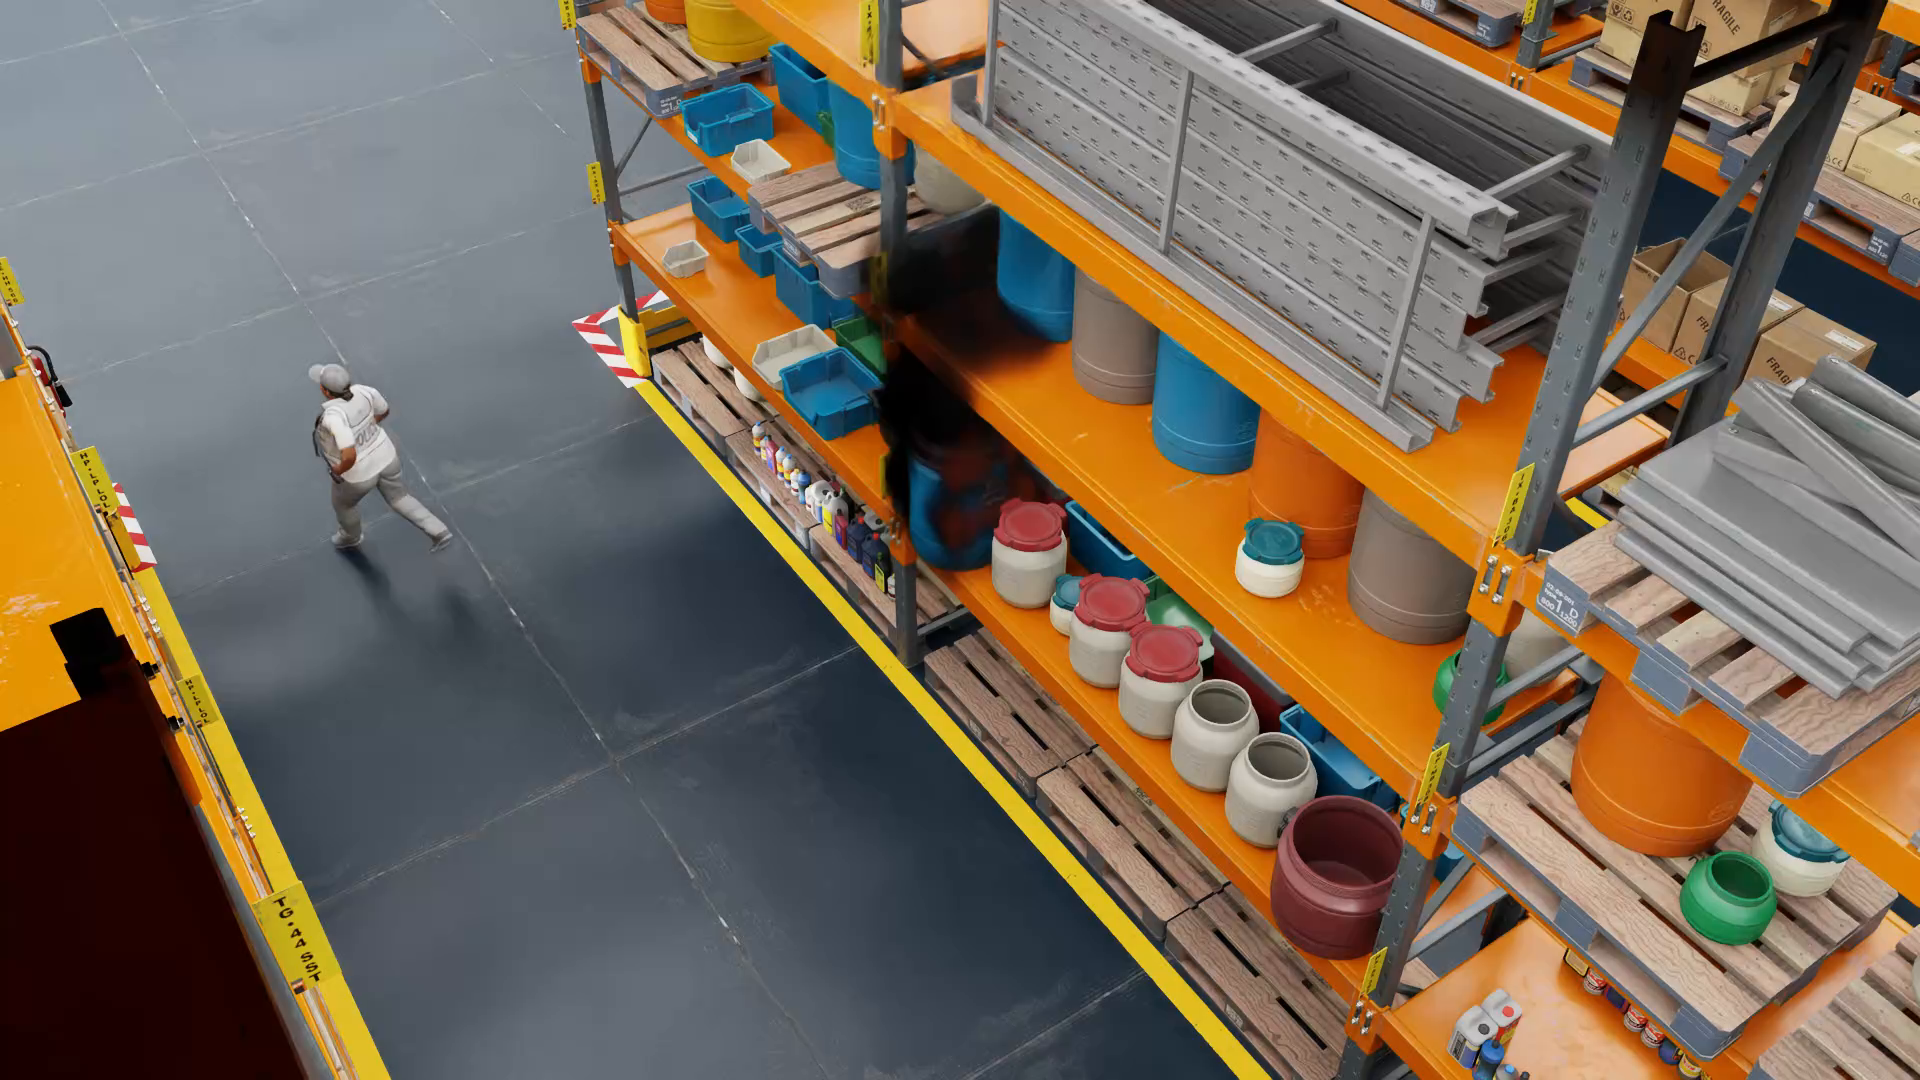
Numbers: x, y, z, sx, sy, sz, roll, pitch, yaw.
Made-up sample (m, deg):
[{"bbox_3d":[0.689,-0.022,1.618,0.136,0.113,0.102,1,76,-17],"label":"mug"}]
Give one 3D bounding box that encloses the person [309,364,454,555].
[{"bbox_3d":[-3.935,-0.482,11.096,1.082,1.673,0.577,22,47,23],"label":"person"}]
